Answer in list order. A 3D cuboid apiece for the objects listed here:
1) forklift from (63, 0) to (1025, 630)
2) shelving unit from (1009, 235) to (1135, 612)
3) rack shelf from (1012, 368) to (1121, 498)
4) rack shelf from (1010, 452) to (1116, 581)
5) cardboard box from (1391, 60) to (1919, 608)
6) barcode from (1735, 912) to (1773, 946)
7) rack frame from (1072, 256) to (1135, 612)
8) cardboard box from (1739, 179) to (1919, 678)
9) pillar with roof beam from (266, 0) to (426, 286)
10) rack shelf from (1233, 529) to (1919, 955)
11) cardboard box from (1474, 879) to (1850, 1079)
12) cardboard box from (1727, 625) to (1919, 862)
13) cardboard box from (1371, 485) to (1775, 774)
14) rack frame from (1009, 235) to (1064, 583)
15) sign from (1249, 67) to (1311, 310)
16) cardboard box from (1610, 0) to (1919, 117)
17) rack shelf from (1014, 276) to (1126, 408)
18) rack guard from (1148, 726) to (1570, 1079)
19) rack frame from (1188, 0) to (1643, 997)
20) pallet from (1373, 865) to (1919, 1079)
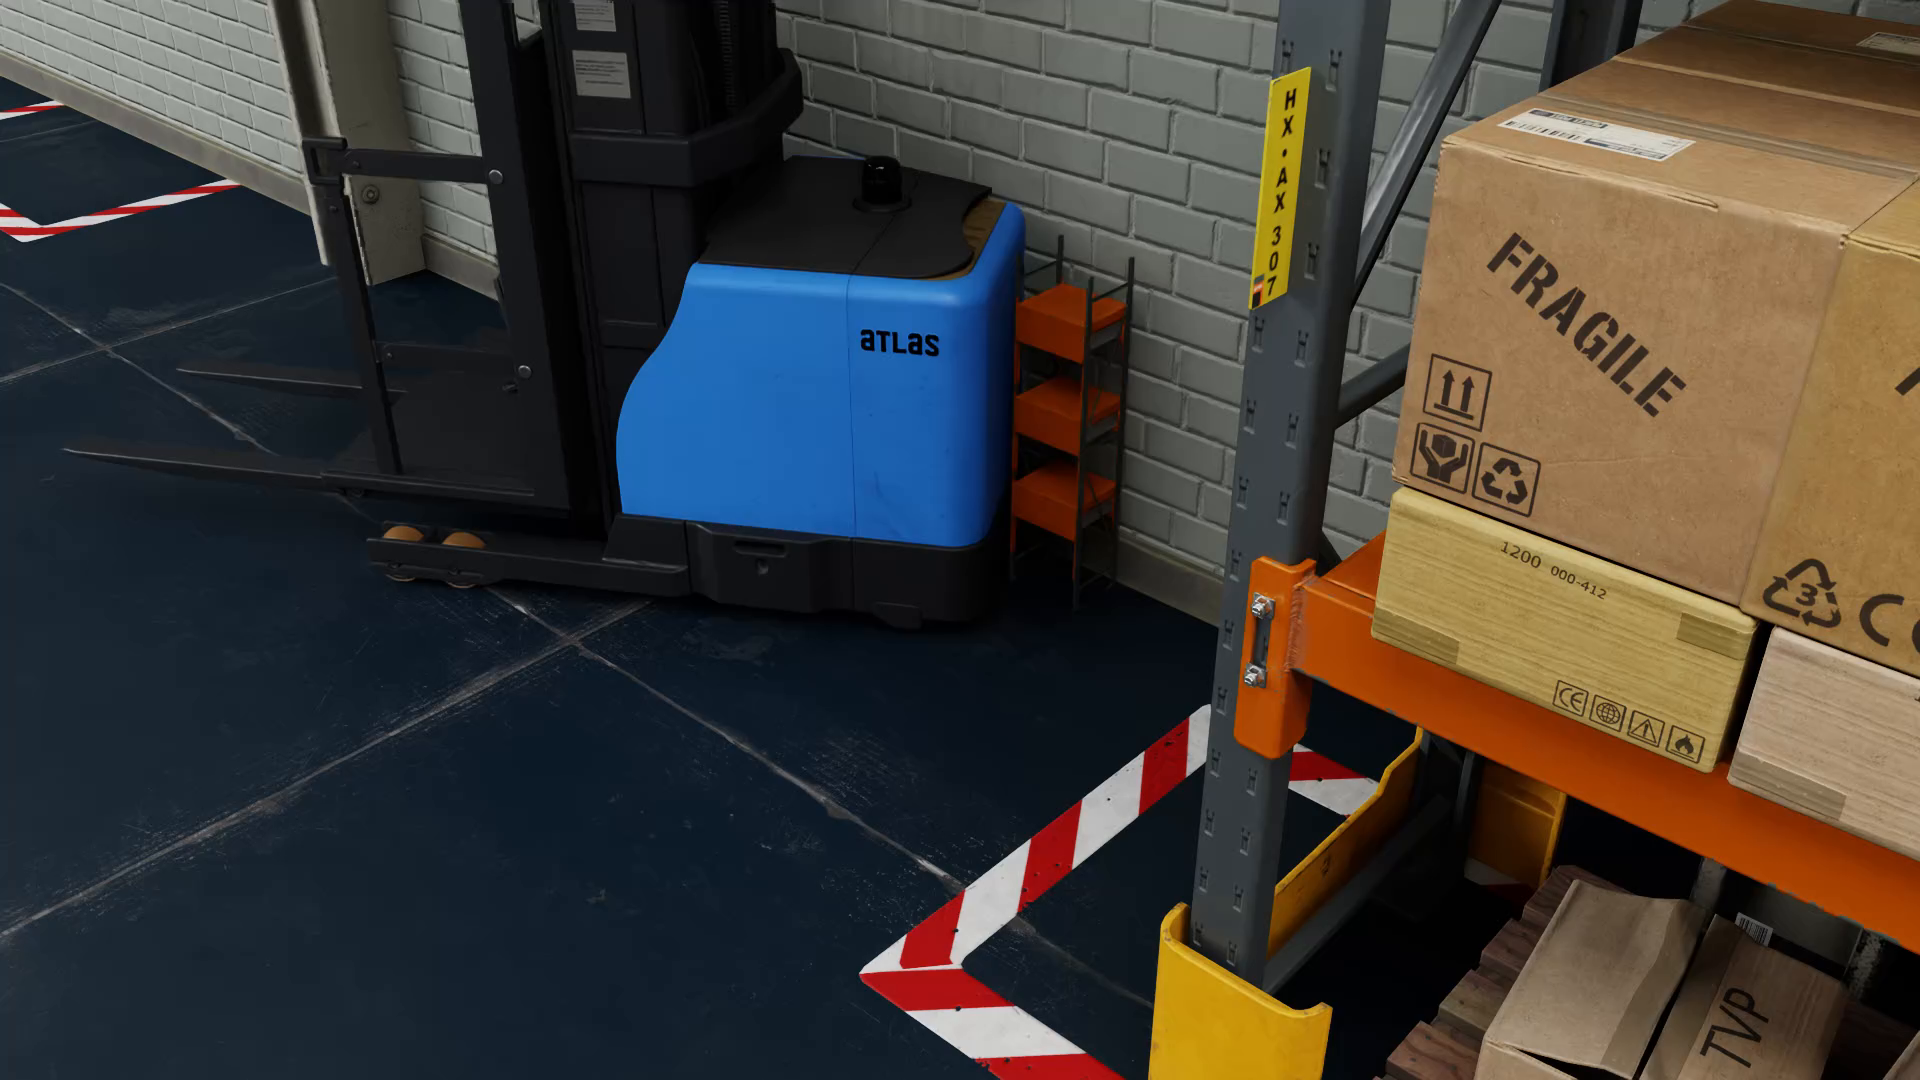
[{"bbox_3d":[-1.313,-1.369,4.683,3.031,2.935,1.130,6,32,10],"label":"forklift"},{"bbox_3d":[0.310,-0.318,4.759,0.252,1.050,0.215,25,39,34],"label":"shelving unit"},{"bbox_3d":[0.310,-0.309,4.765,0.240,0.259,0.215,25,39,34],"label":"rack shelf"},{"bbox_3d":[0.309,-0.071,4.909,0.240,0.259,0.215,25,39,34],"label":"rack shelf"},{"bbox_3d":[0.961,-0.306,2.249,0.500,0.500,0.500,25,39,35],"label":"cardboard box"},{"bbox_3d":[1.543,0.766,3.241,0.075,0.075,0.001,25,39,35],"label":"barcode"},{"bbox_3d":[0.401,-0.276,4.691,0.008,1.050,0.200,25,39,34],"label":"rack frame"},{"bbox_3d":[1.320,-0.131,1.959,0.500,0.500,0.500,25,39,35],"label":"cardboard box"},{"bbox_3d":[-5.430,-3.410,2.189,0.400,9.000,9.100,25,39,35],"label":"pillar with roof beam"},{"bbox_3d":[2.291,0.680,1.910,4.000,0.370,1.077,25,39,35],"label":"rack shelf"},{"bbox_3d":[1.261,0.917,2.999,0.500,0.311,0.500,20,37,30],"label":"cardboard box"},{"bbox_3d":[1.352,0.200,2.136,0.500,0.250,0.500,24,38,34],"label":"cardboard box"},{"bbox_3d":[0.957,0.025,2.426,0.500,0.250,0.500,24,38,34],"label":"cardboard box"},{"bbox_3d":[0.218,-0.360,4.828,0.008,1.050,0.200,25,39,34],"label":"rack frame"},{"bbox_3d":[0.444,-0.484,2.306,0.005,0.325,0.100,25,39,35],"label":"sign"},{"bbox_3d":[1.301,-0.504,2.578,0.500,0.500,0.500,25,39,35],"label":"cardboard box"},{"bbox_3d":[0.310,-0.552,4.618,0.240,0.259,0.215,25,39,34],"label":"rack shelf"},{"bbox_3d":[0.865,0.777,3.475,0.348,0.500,1.175,25,39,35],"label":"rack guard"},{"bbox_3d":[0.808,-0.321,2.874,0.127,3.000,1.000,25,39,35],"label":"rack frame"},{"bbox_3d":[1.443,1.195,3.060,1.213,0.211,1.003,25,39,35],"label":"pallet"}]
